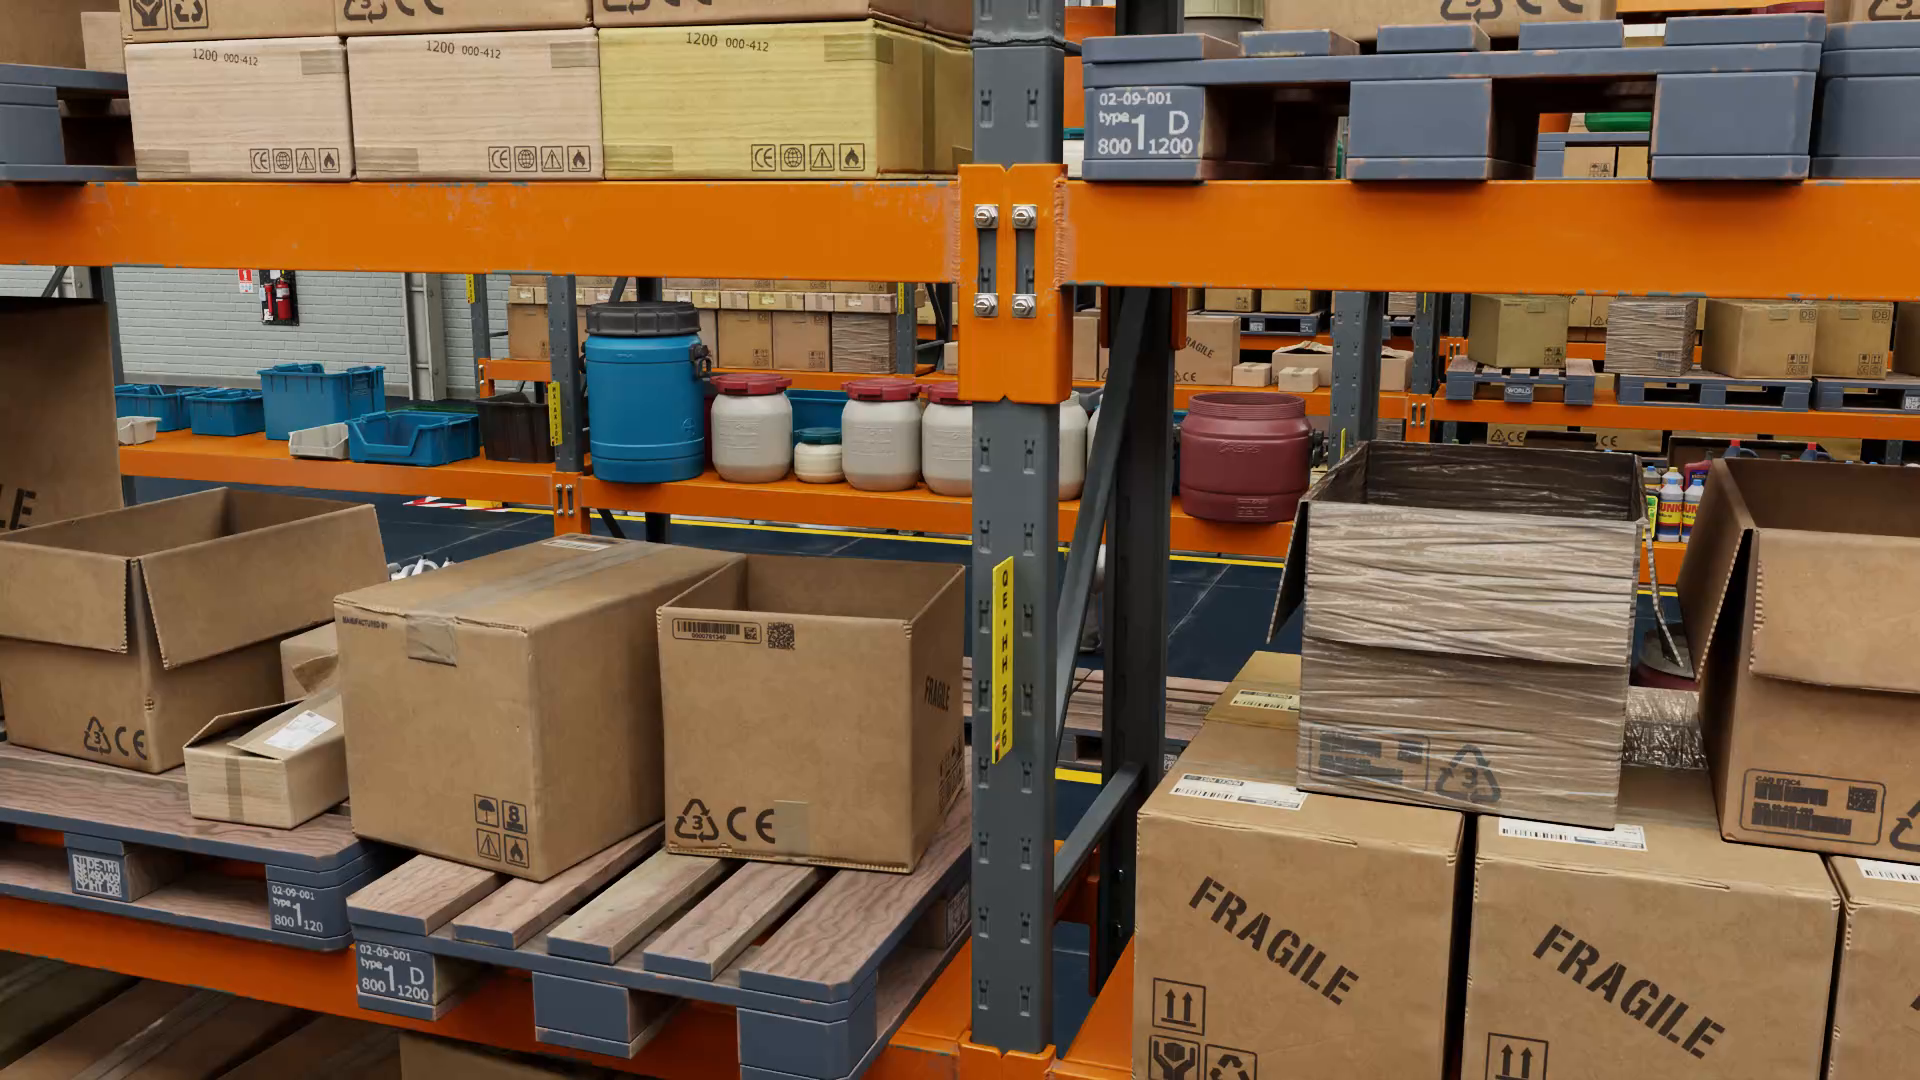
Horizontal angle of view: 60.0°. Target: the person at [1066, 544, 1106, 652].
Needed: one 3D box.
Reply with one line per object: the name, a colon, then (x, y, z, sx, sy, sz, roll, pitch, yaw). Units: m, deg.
person: (0.923, 0.162, 10.210, 0.532, 1.041, 0.834, 4, 13, 18)
